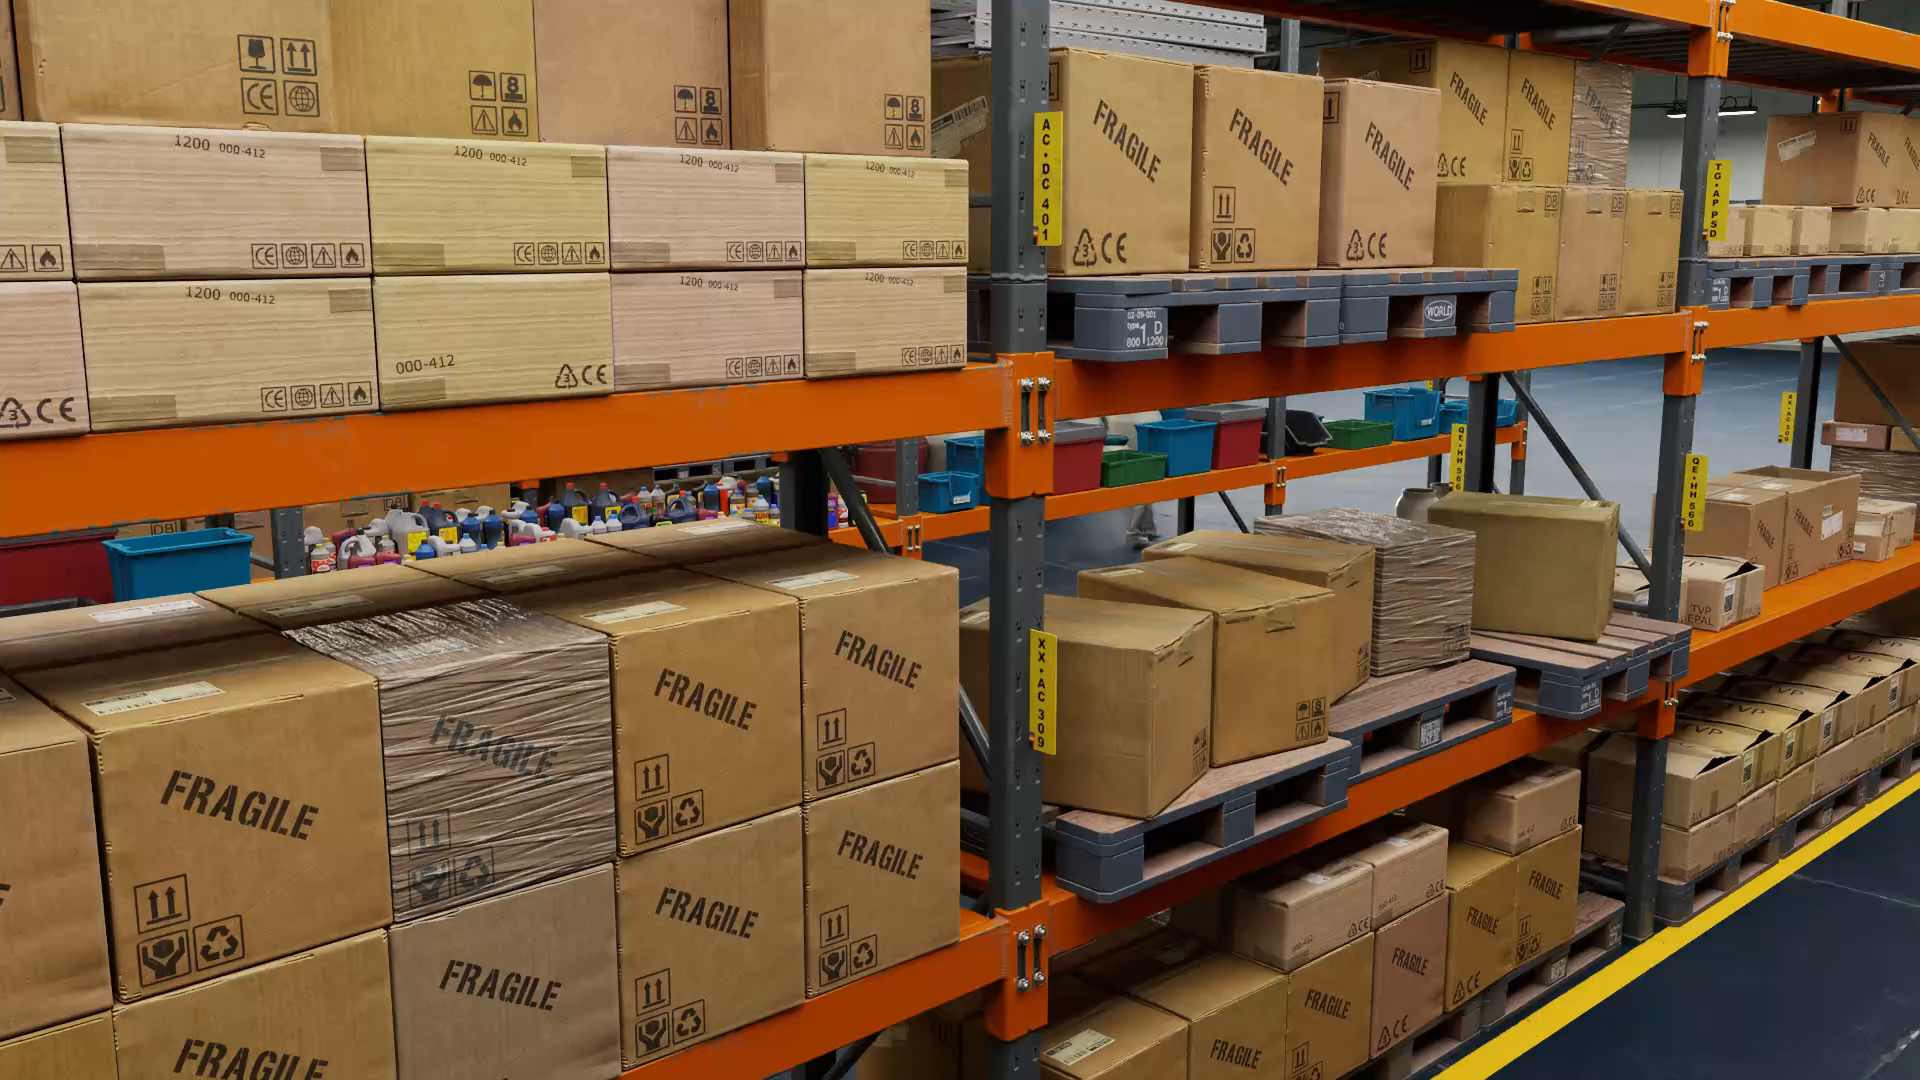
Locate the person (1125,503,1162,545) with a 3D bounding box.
[{"bbox_3d":[1.916,-0.823,16.857,0.533,1.796,0.849,9,14,41],"label":"person"}]
